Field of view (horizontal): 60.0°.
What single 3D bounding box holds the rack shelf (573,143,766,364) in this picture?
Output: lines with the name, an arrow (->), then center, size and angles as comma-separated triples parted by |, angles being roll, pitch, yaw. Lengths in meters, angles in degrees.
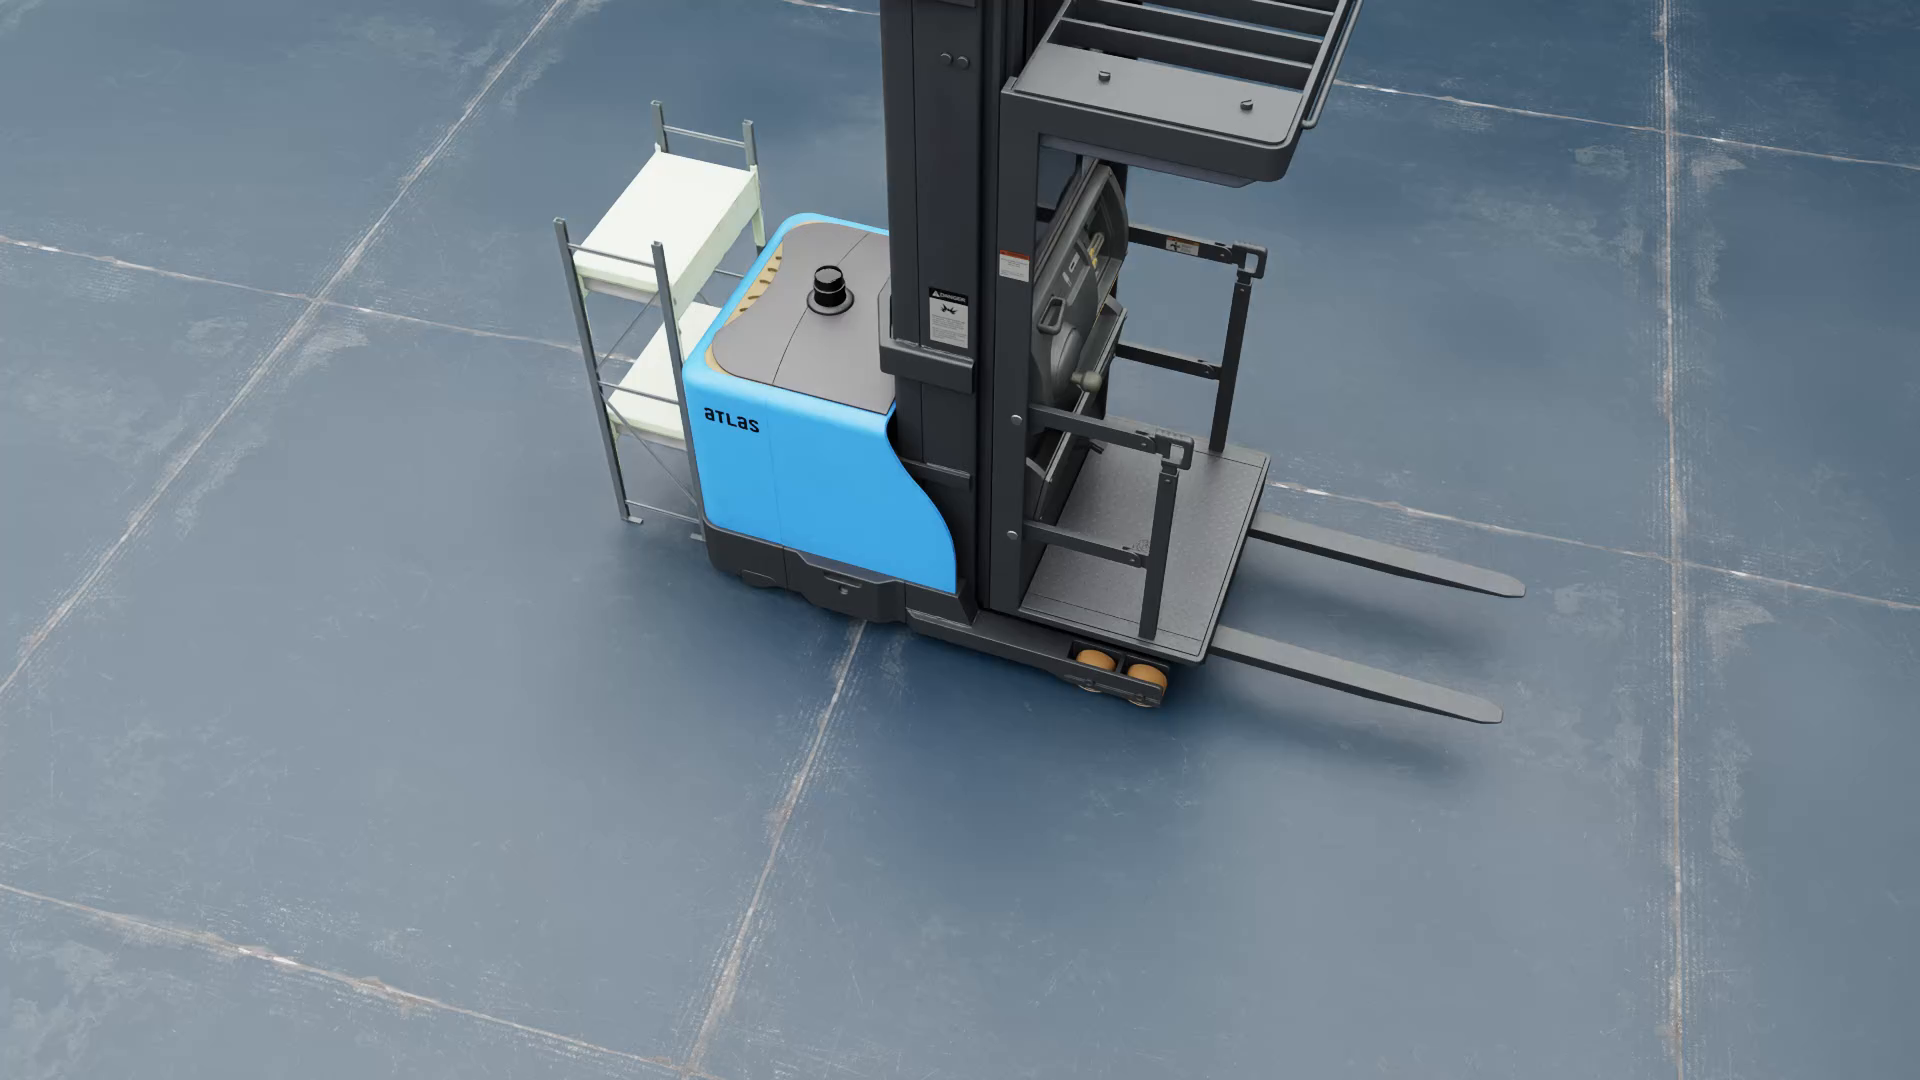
rack shelf -> -1.061, -1.056, 6.080 | 0.431, 0.370, 0.720 | 15, 50, 13

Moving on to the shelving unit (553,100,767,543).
shelving unit -> -1.061, -0.798, 6.372 | 0.431, 1.500, 0.755 | 15, 50, 13

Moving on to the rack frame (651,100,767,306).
rack frame -> -0.939, -1.056, 6.601 | 0.400, 1.500, 0.023 | 15, 50, 13

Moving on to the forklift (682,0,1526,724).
forklift -> 0.584, -0.809, 5.428 | 3.031, 2.935, 1.130 | 15, 50, 13

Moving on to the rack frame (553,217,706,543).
rack frame -> -1.184, -0.539, 6.144 | 0.400, 1.500, 0.023 | 15, 50, 13

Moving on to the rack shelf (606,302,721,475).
rack shelf -> -1.061, -0.582, 6.617 | 0.431, 0.370, 0.720 | 15, 50, 13
